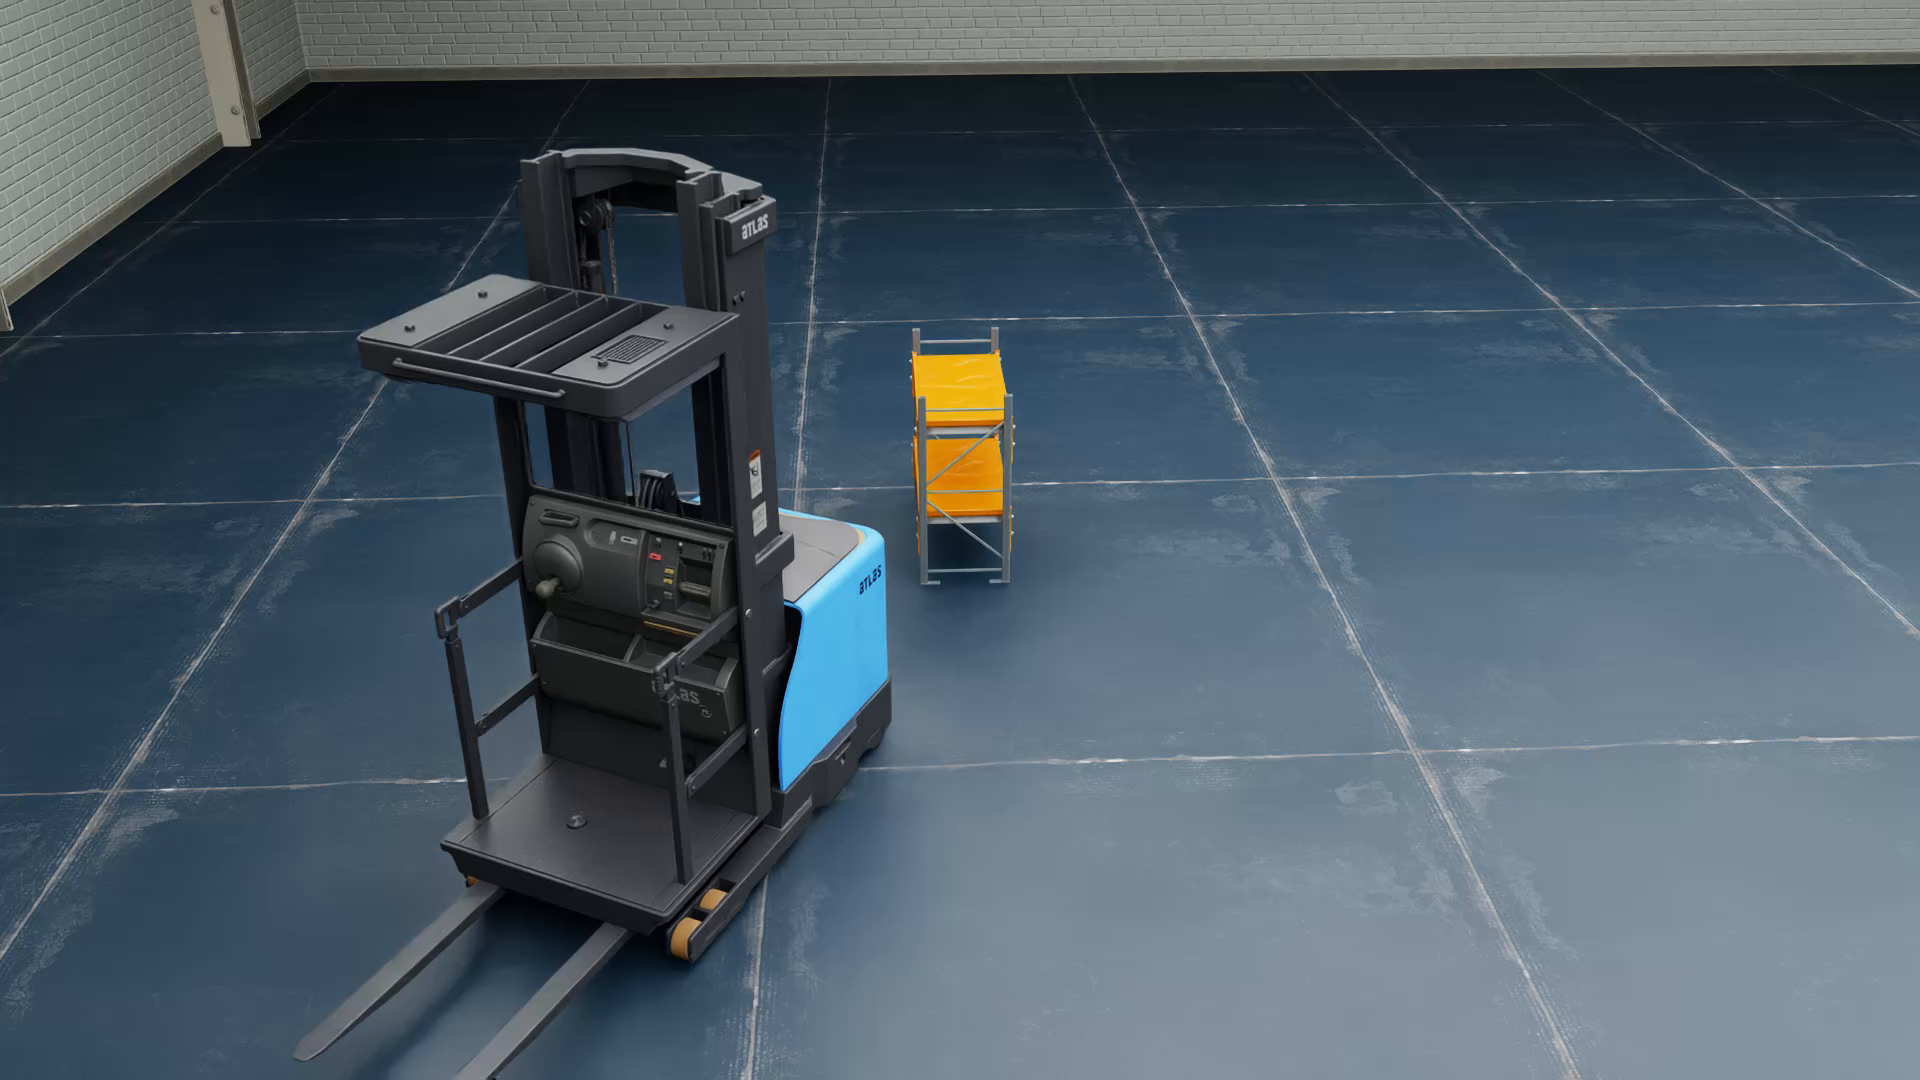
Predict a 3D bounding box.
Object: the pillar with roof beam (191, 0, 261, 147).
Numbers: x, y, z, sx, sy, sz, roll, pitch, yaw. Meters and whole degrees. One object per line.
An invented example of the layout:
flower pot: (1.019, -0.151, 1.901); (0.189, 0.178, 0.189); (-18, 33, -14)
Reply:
pillar with roof beam: (-3.495, -8.413, 16.149); (9.100, 9.000, 0.400); (-1, 28, -3)

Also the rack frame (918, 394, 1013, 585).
rack frame: (0.027, -0.261, 9.034); (0.500, 1.125, 0.032); (-1, 28, -3)

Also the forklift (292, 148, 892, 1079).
forklift: (-1.401, 0.132, 6.328); (1.130, 2.935, 3.031); (12, 30, 22)

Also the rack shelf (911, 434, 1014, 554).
rack shelf: (0.000, -0.279, 9.597); (0.538, 0.278, 1.000); (-1, 28, -3)

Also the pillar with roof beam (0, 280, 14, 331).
pillar with roof beam: (-3.181, -5.642, 10.836); (9.100, 9.000, 0.400); (-1, 28, -3)

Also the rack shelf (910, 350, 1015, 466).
rack shelf: (0.000, -0.755, 9.349); (0.538, 0.278, 1.000); (-1, 28, -3)

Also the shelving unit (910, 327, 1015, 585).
shelving unit: (0.000, -0.496, 9.484); (0.538, 1.125, 1.048); (-1, 28, -3)

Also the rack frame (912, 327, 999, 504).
rack frame: (-0.026, -0.730, 9.934); (0.500, 1.125, 0.032); (-1, 28, -3)
